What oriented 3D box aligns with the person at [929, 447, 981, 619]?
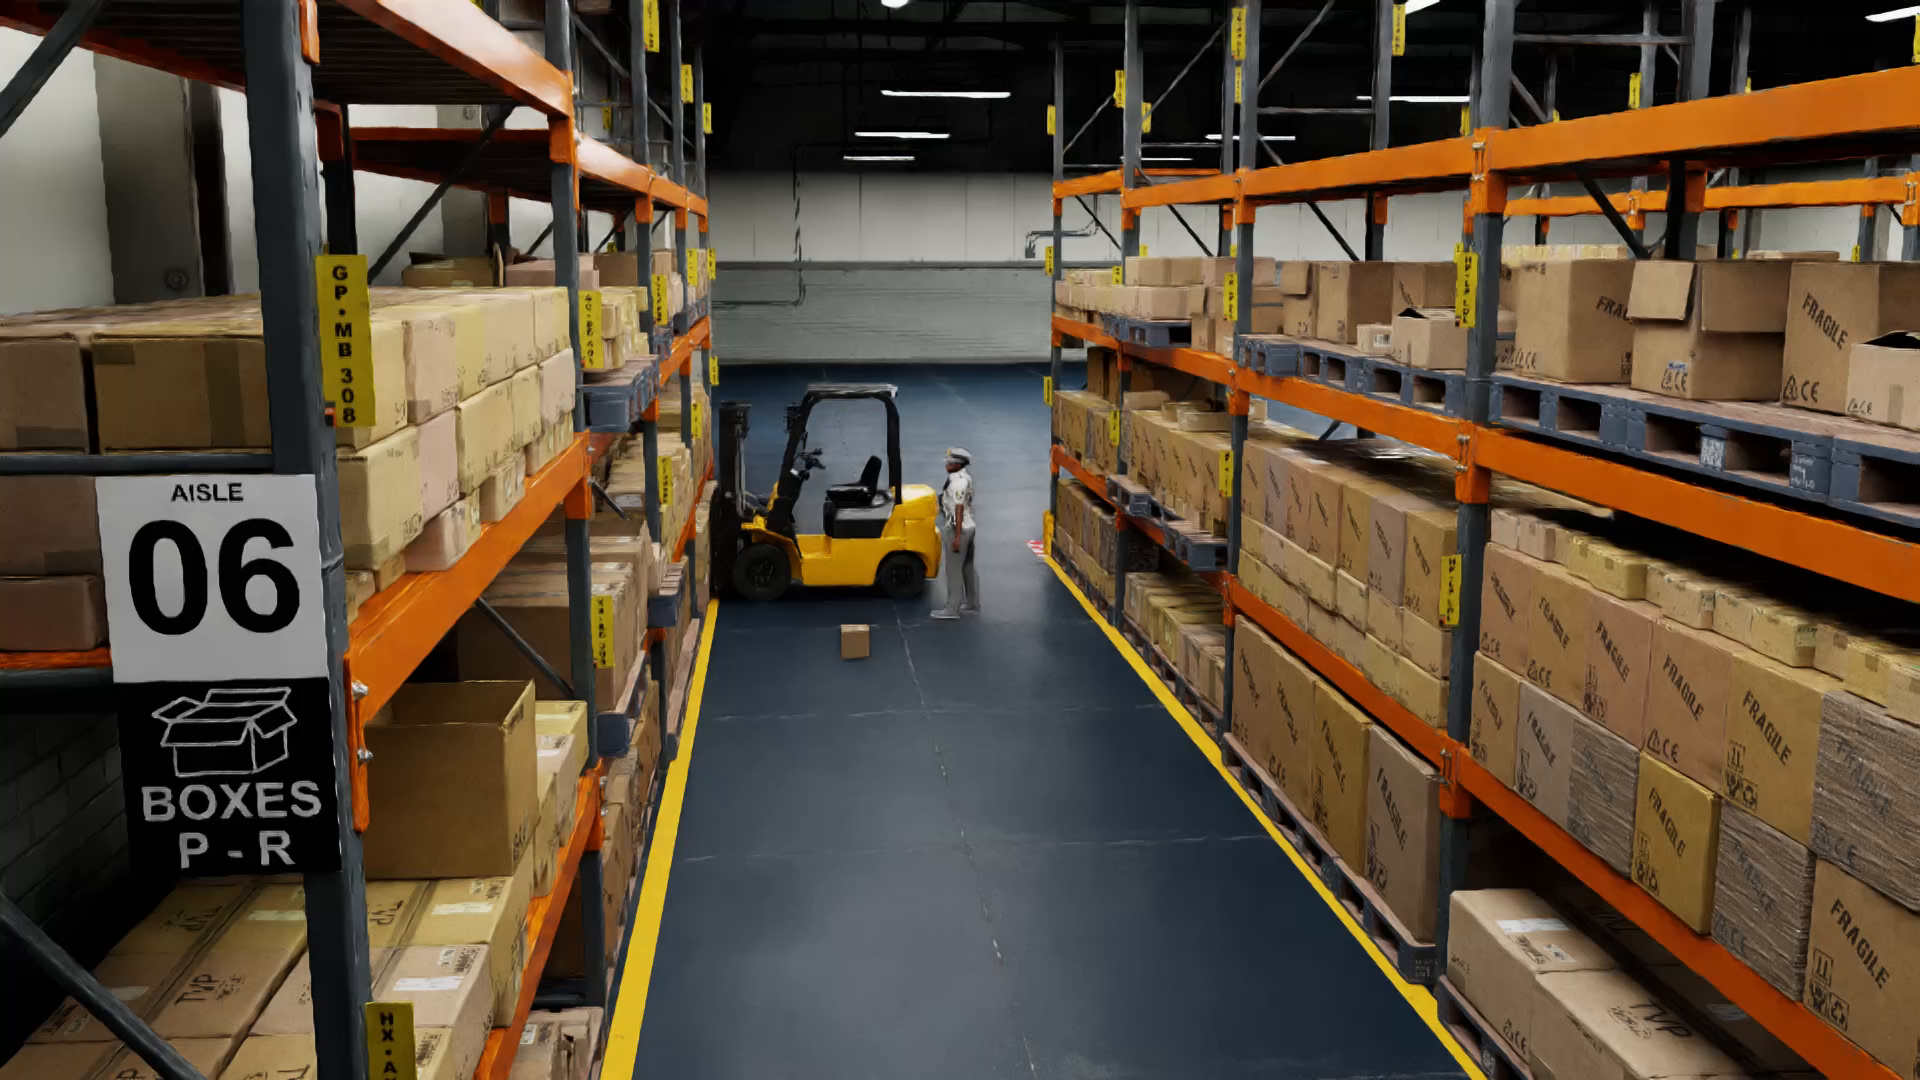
[{"bbox_3d":[-0.045,-0.074,16.166,0.482,1.672,0.571,1,10,5],"label":"person"}]
